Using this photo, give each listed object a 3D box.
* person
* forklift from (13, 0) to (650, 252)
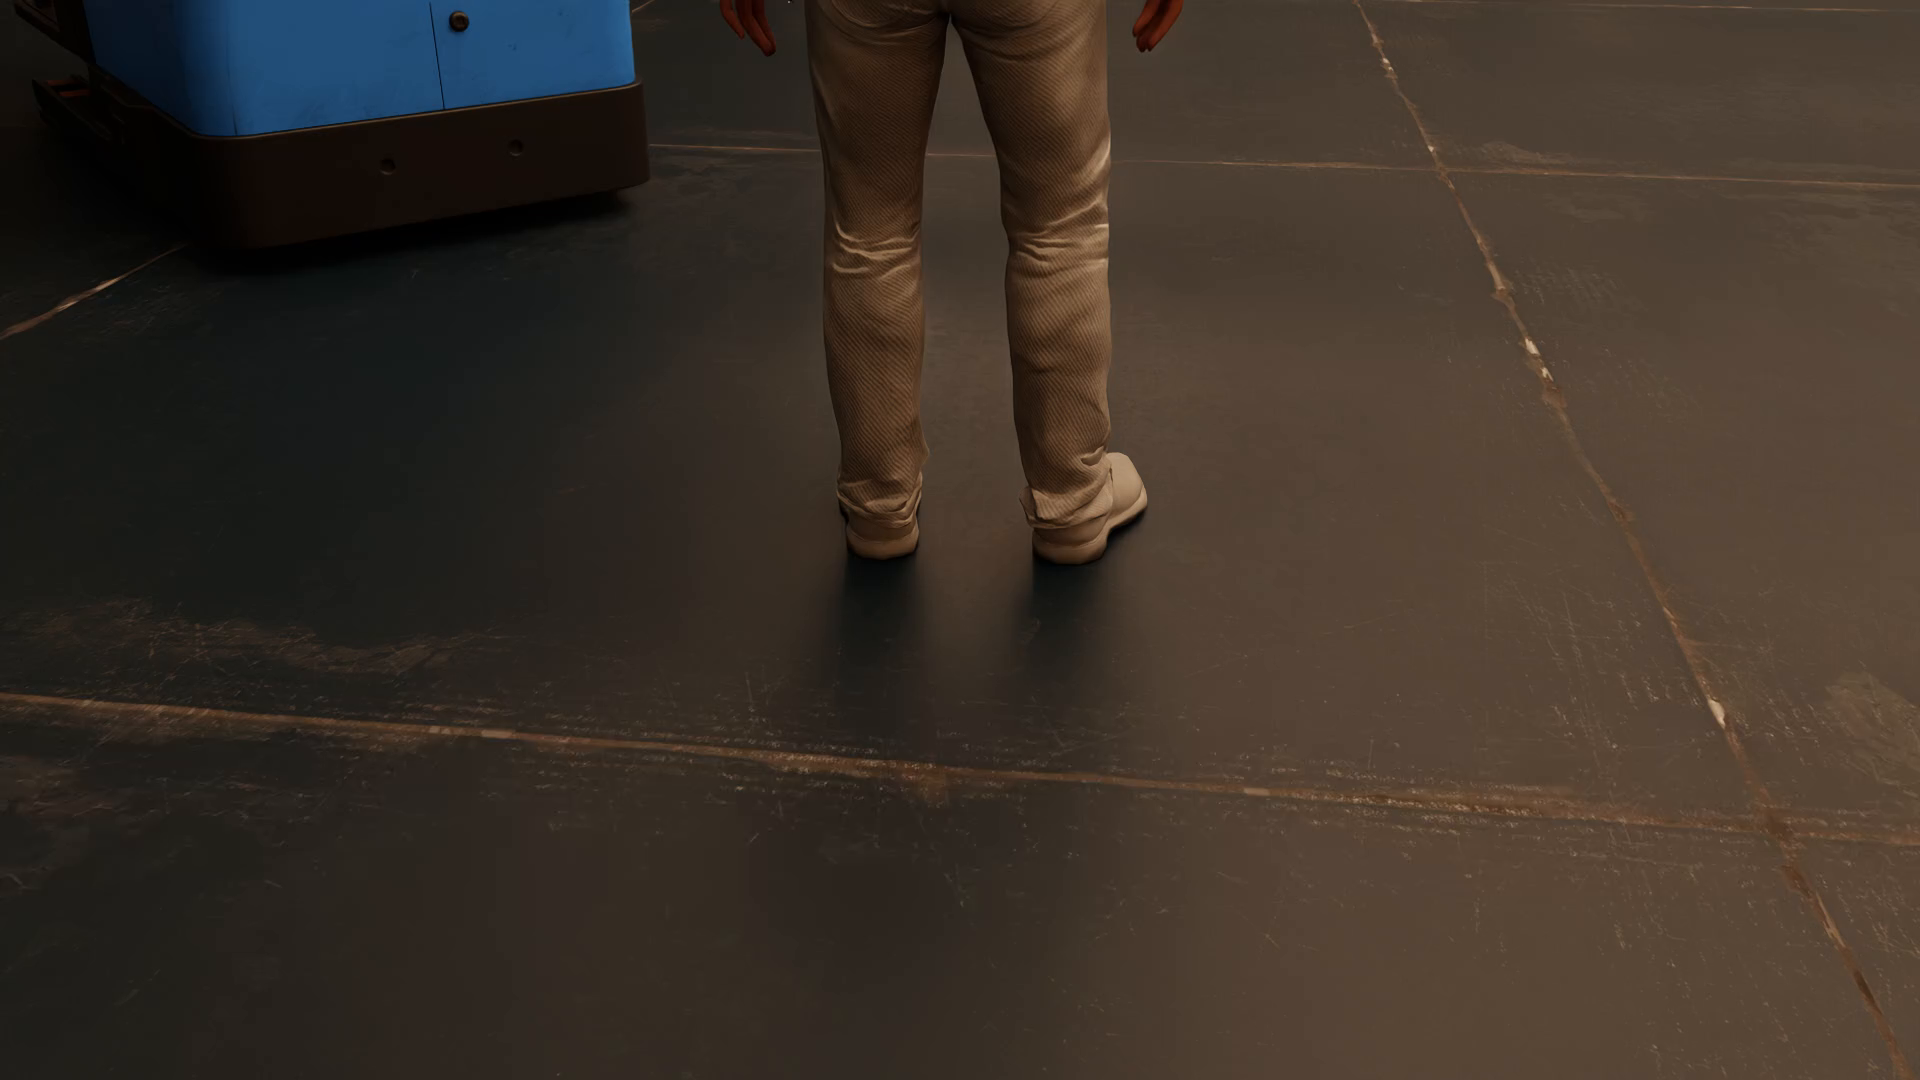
[{"bbox_3d":[-0.014,-0.804,2.146,0.629,1.759,0.460,2,27,4],"label":"person"},{"bbox_3d":[-2.049,-2.539,4.306,1.130,2.935,3.031,-18,32,-32],"label":"forklift"}]
